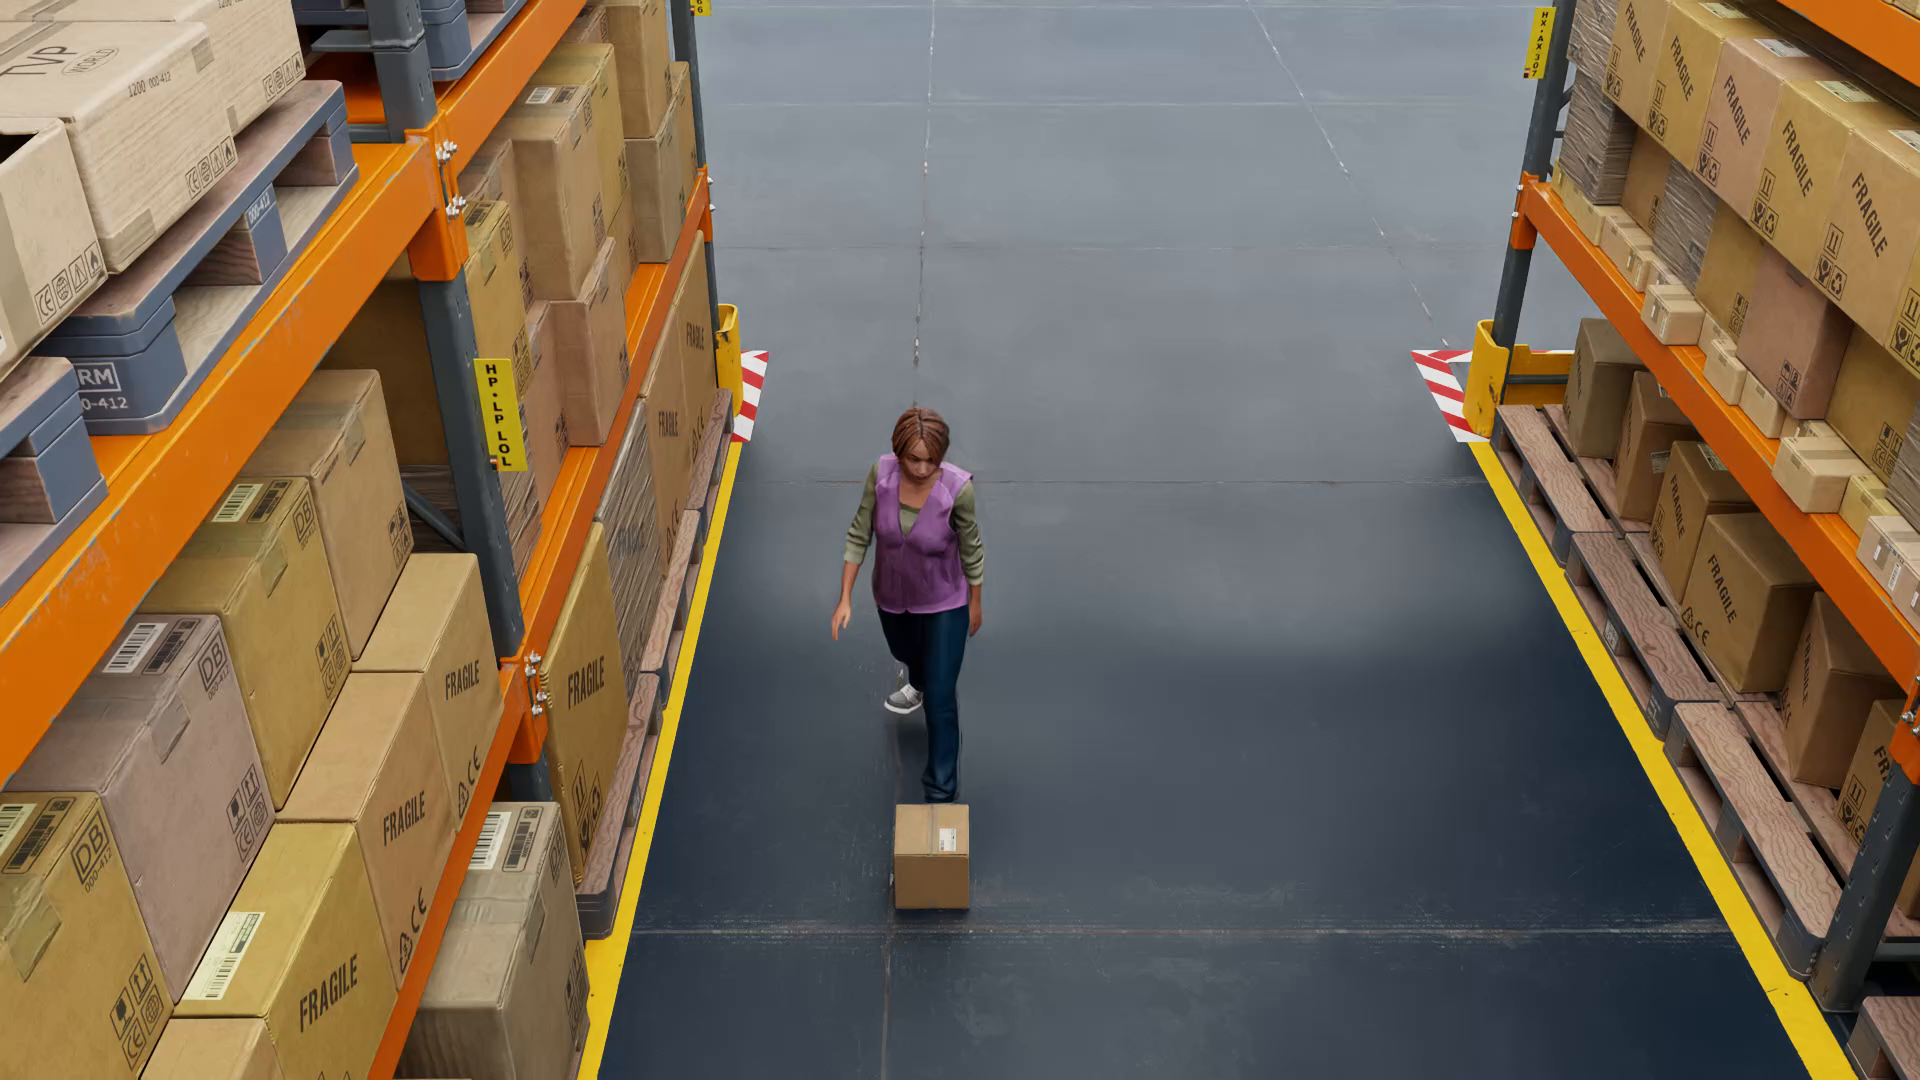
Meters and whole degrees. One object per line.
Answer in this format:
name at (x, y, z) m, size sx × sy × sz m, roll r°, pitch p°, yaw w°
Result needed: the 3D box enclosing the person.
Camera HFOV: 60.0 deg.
person at (-0.158, 0.195, 5.827) m, size 0.500 × 1.546 × 0.881 m, roll 12°, pitch 34°, yaw 19°
